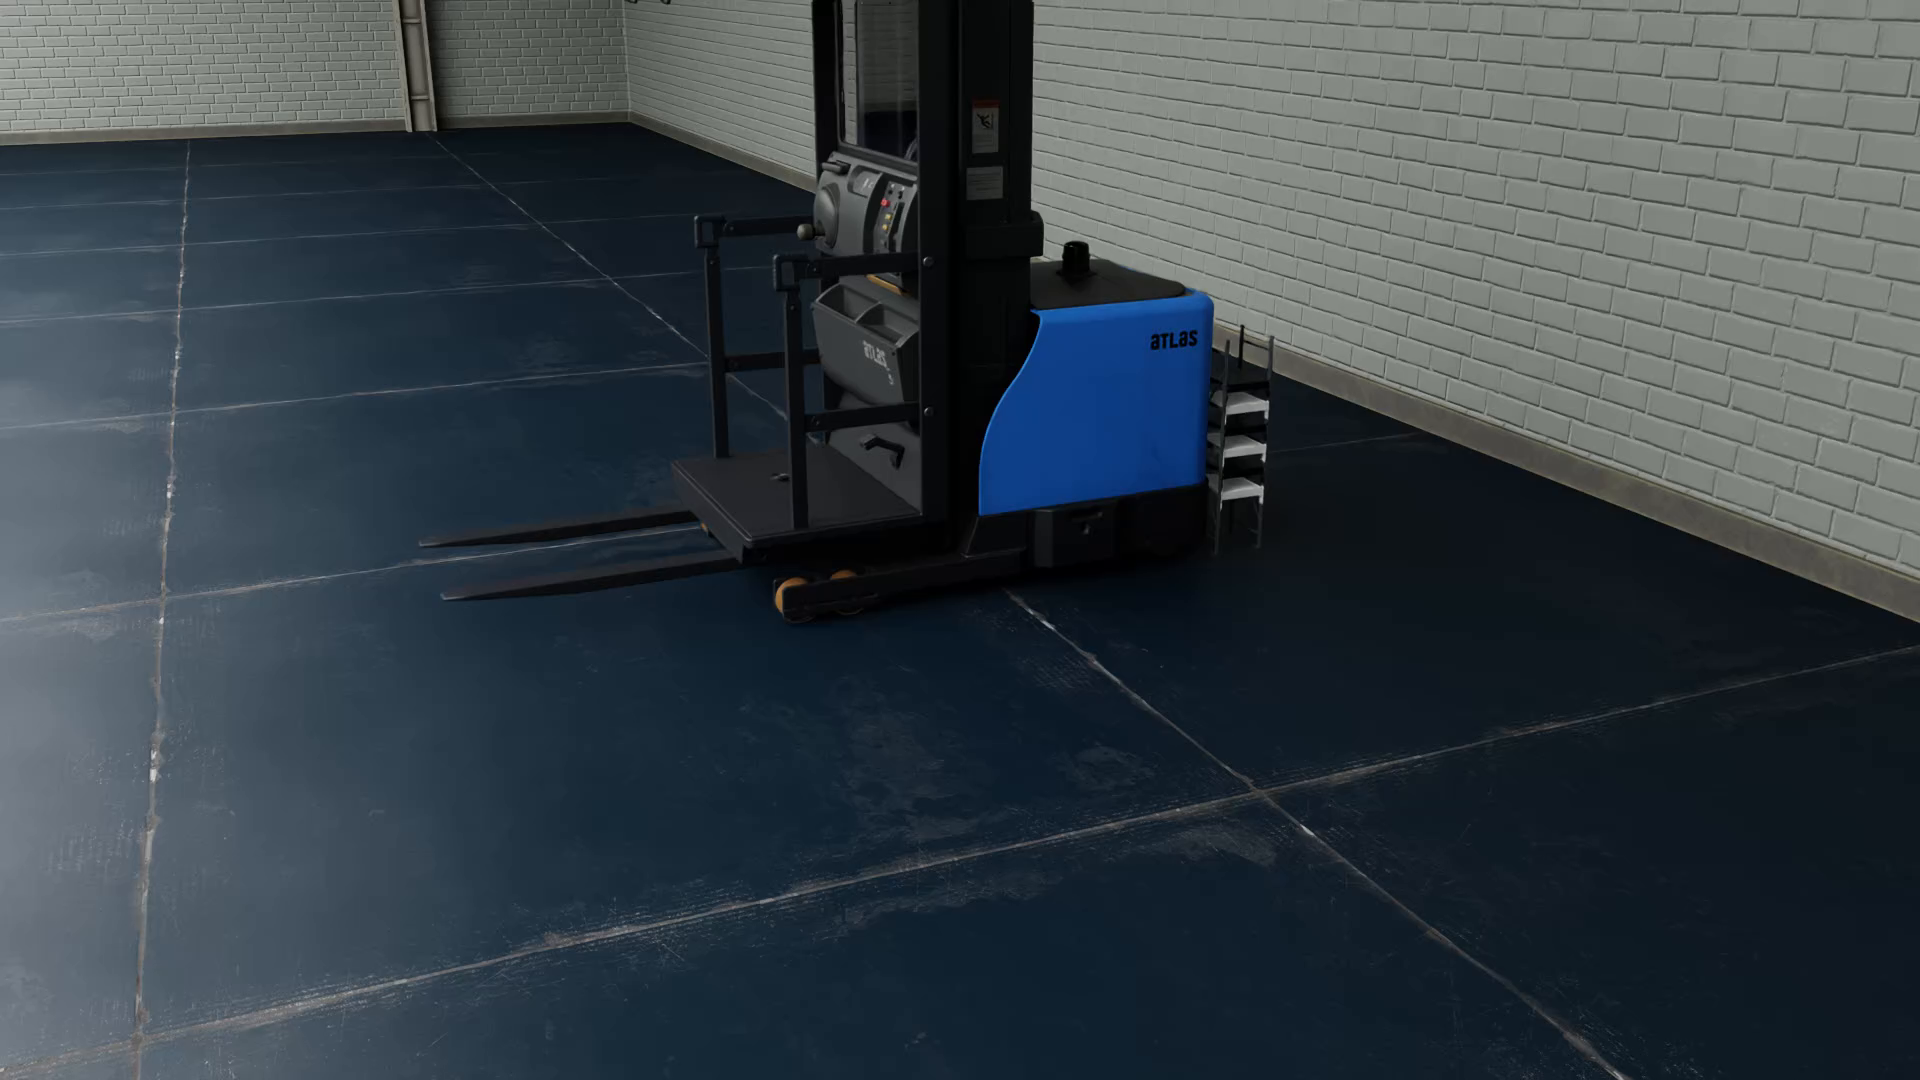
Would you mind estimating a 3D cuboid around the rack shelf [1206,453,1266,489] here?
[{"bbox_3d":[1.107,-0.295,6.875,0.200,0.077,0.258,-8,21,-21],"label":"rack shelf"}]

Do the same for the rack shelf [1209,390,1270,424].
[{"bbox_3d":[1.107,-0.549,6.785,0.200,0.077,0.258,-8,21,-21],"label":"rack shelf"}]

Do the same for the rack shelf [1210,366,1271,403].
[{"bbox_3d":[1.107,-0.634,6.755,0.200,0.077,0.258,-8,21,-21],"label":"rack shelf"}]

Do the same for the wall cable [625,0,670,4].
[{"bbox_3d":[-4.334,-8.520,22.346,0.112,2.526,3.097,-8,21,-22],"label":"wall cable"}]

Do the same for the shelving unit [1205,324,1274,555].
[{"bbox_3d":[1.107,-0.411,6.834,0.210,0.900,0.258,-8,21,-21],"label":"shelving unit"}]

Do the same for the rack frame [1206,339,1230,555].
[{"bbox_3d":[1.013,-0.398,6.797,0.006,0.900,0.240,-8,21,-21],"label":"rack frame"}]

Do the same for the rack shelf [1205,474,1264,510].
[{"bbox_3d":[1.107,-0.210,6.905,0.200,0.077,0.258,-8,21,-21],"label":"rack shelf"}]

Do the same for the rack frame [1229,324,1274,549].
[{"bbox_3d":[1.201,-0.424,6.871,0.006,0.900,0.240,-8,21,-21],"label":"rack frame"}]

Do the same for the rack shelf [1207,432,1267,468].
[{"bbox_3d":[1.107,-0.379,6.845,0.200,0.077,0.258,-8,21,-21],"label":"rack shelf"}]

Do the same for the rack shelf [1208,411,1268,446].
[{"bbox_3d":[1.107,-0.464,6.815,0.200,0.077,0.258,-8,21,-21],"label":"rack shelf"}]

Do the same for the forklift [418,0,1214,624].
[{"bbox_3d":[-0.547,-1.273,6.225,3.031,2.935,1.130,-9,21,-23],"label":"forklift"}]

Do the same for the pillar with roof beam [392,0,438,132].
[{"bbox_3d":[-5.858,-8.688,18.147,0.400,9.000,9.100,-8,21,-22],"label":"pillar with roof beam"}]
